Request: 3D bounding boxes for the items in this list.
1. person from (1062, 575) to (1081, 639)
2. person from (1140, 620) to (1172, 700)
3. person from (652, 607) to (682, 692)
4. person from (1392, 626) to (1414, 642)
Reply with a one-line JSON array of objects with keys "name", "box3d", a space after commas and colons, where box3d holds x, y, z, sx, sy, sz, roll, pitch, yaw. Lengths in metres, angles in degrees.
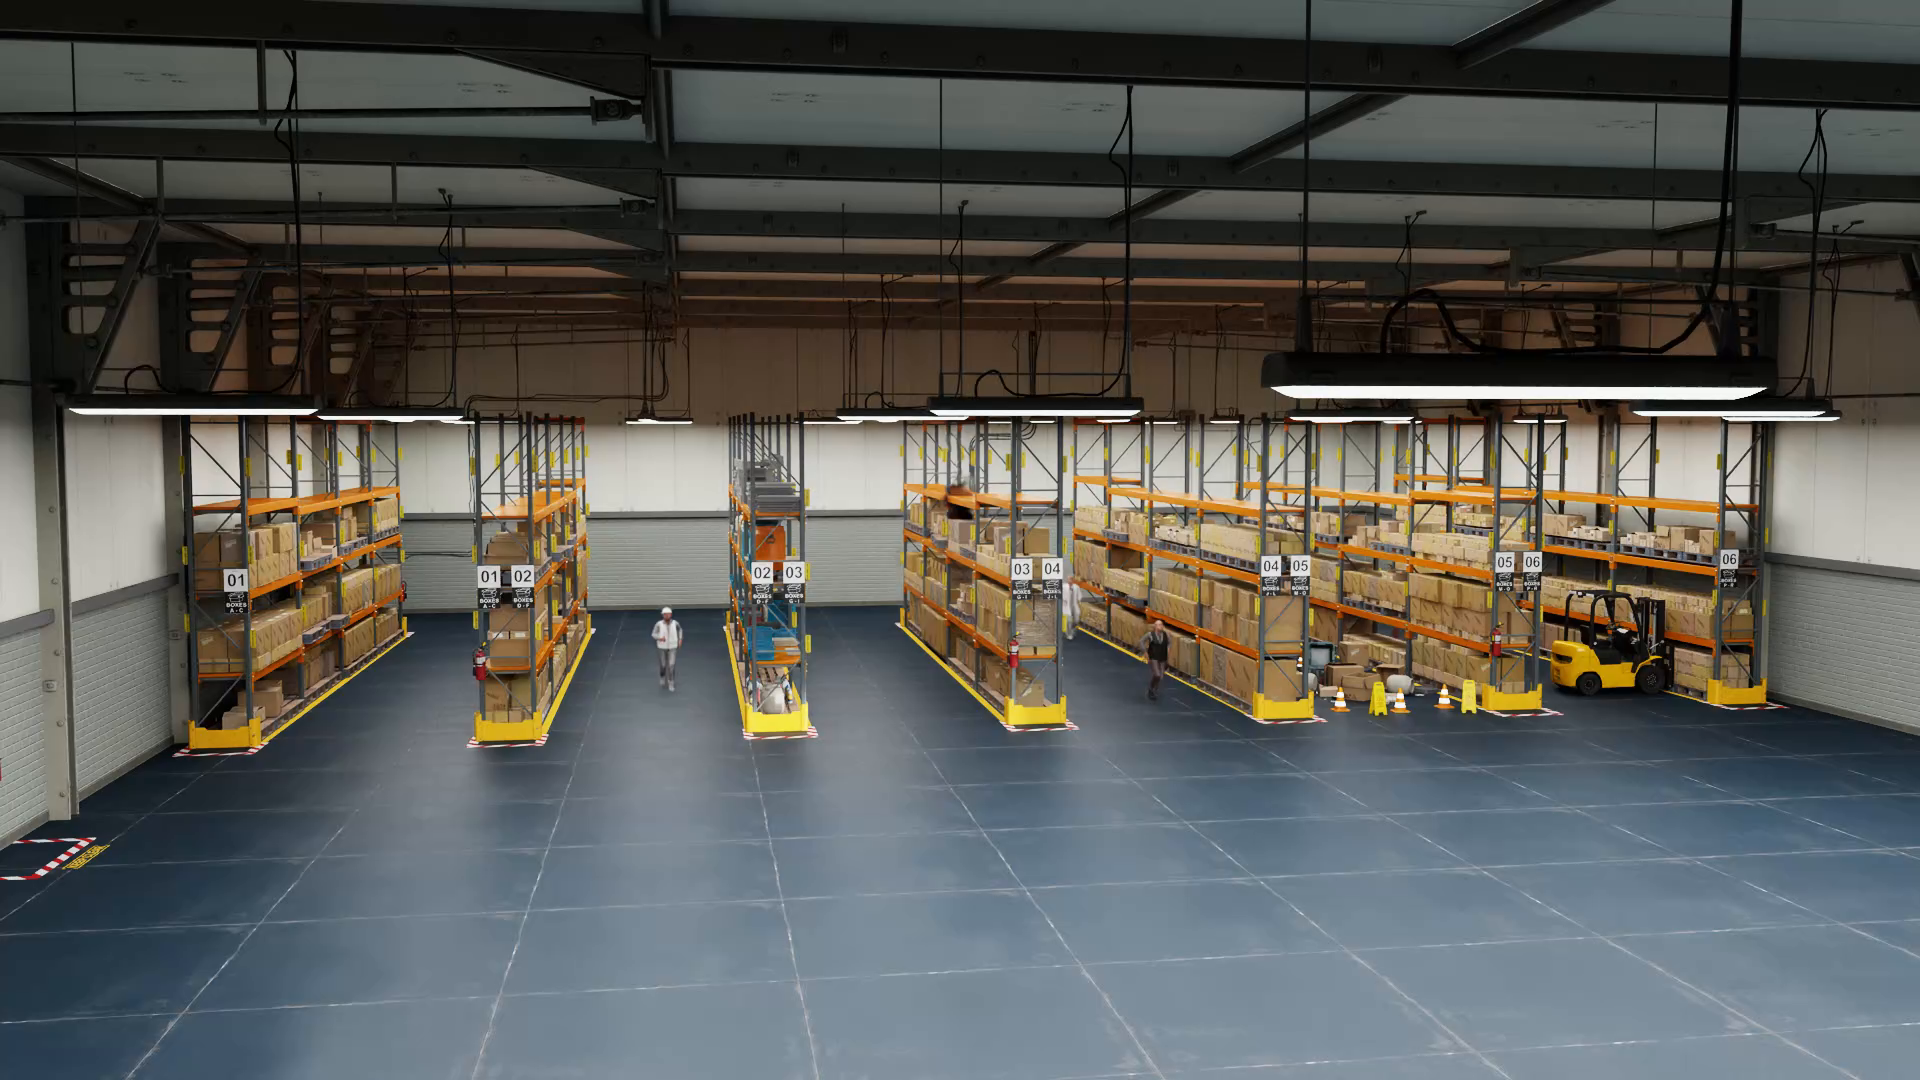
[{"name": "person", "box3d": [2.987, 1.780, 44.789, 0.705, 1.665, 0.587, -1, 4, -14]}, {"name": "person", "box3d": [4.125, 2.509, 34.667, 0.653, 1.678, 0.695, -1, 4, -18]}, {"name": "person", "box3d": [-6.391, 2.364, 36.323, 0.676, 1.802, 0.854, -1, 4, -15]}, {"name": "person", "box3d": [11.350, 2.008, 42.587, 0.545, 1.670, 1.125, 0, 4, -7]}]
